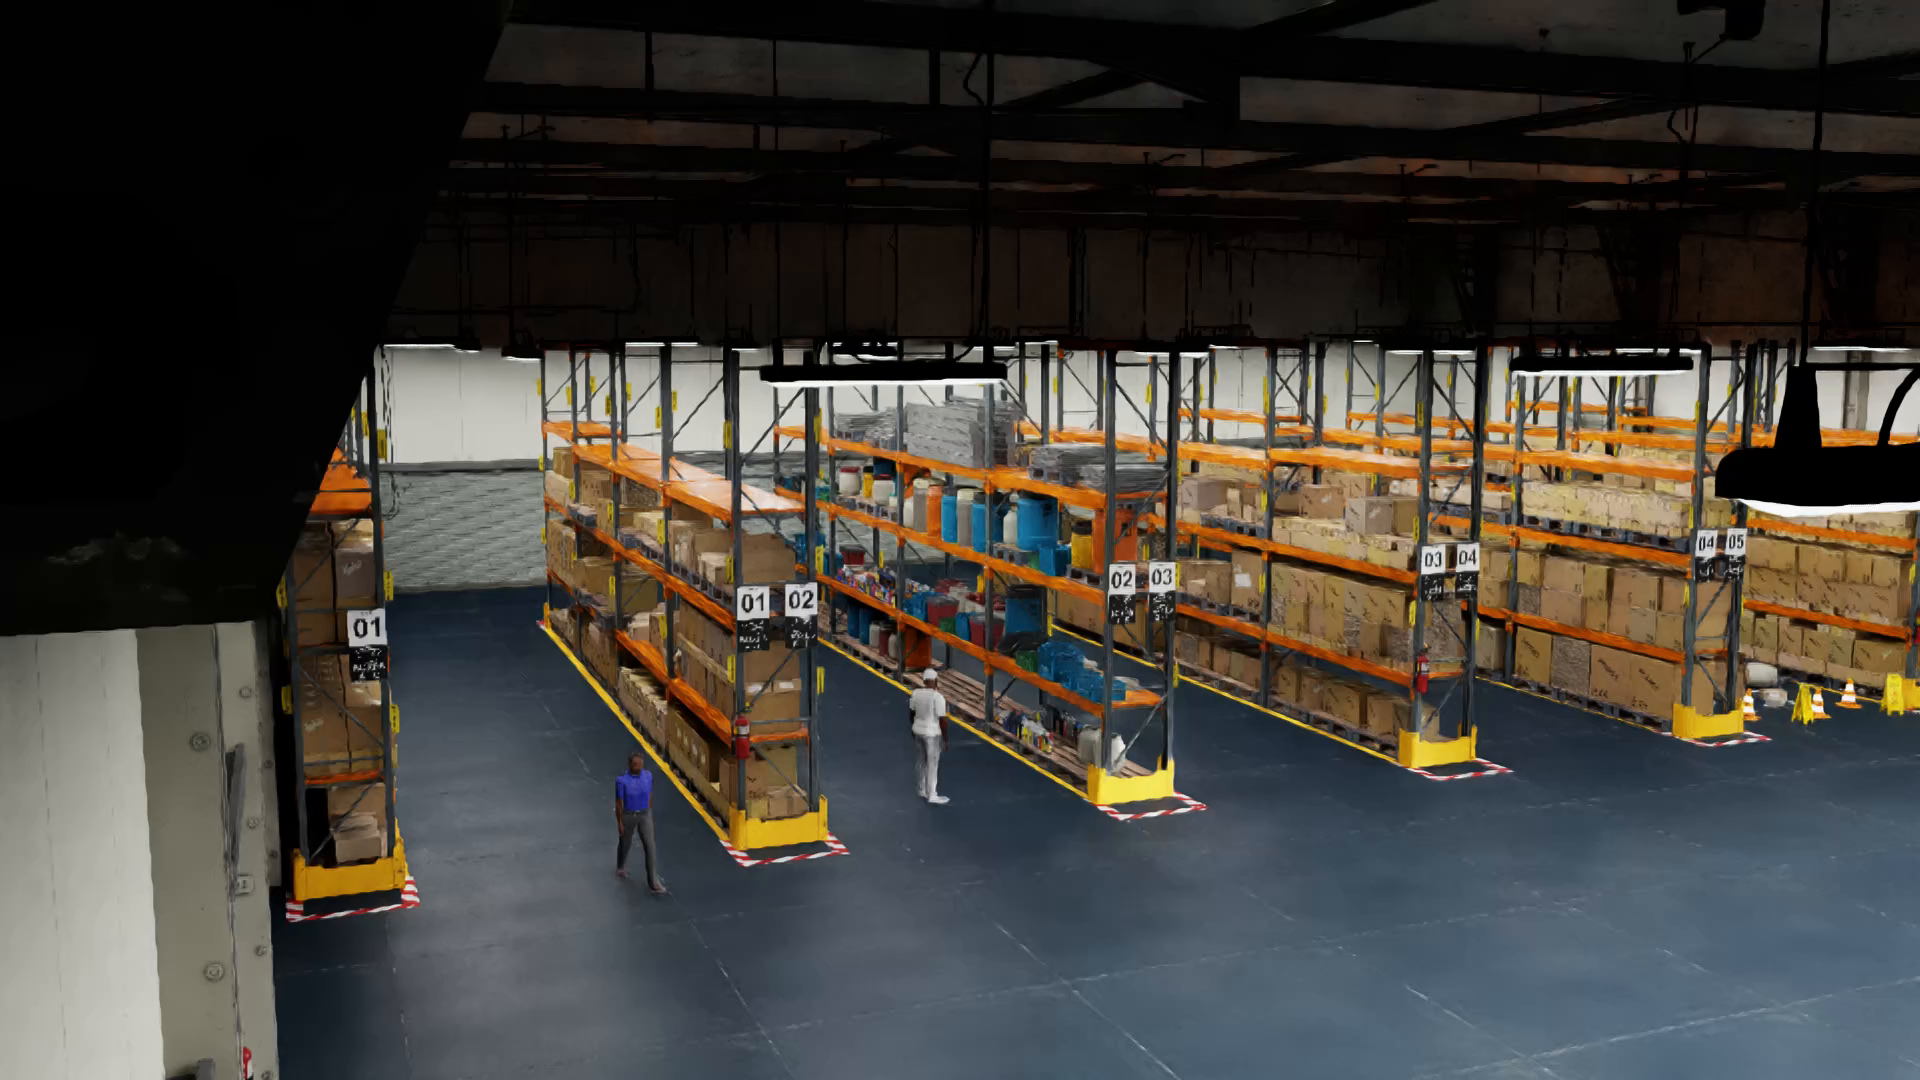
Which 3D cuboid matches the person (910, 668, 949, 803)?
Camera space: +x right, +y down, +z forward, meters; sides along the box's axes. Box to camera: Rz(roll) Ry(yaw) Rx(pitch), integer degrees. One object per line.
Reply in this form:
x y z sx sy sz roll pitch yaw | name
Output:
-0.386 2.567 22.125 0.645 1.772 0.464 6 10 40 | person

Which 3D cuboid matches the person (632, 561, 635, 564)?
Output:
-7.120 0.658 37.082 0.677 1.742 0.552 -3 8 -24 | person

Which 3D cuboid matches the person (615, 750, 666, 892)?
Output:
-3.648 3.114 18.678 0.450 1.572 1.089 -3 8 -24 | person
